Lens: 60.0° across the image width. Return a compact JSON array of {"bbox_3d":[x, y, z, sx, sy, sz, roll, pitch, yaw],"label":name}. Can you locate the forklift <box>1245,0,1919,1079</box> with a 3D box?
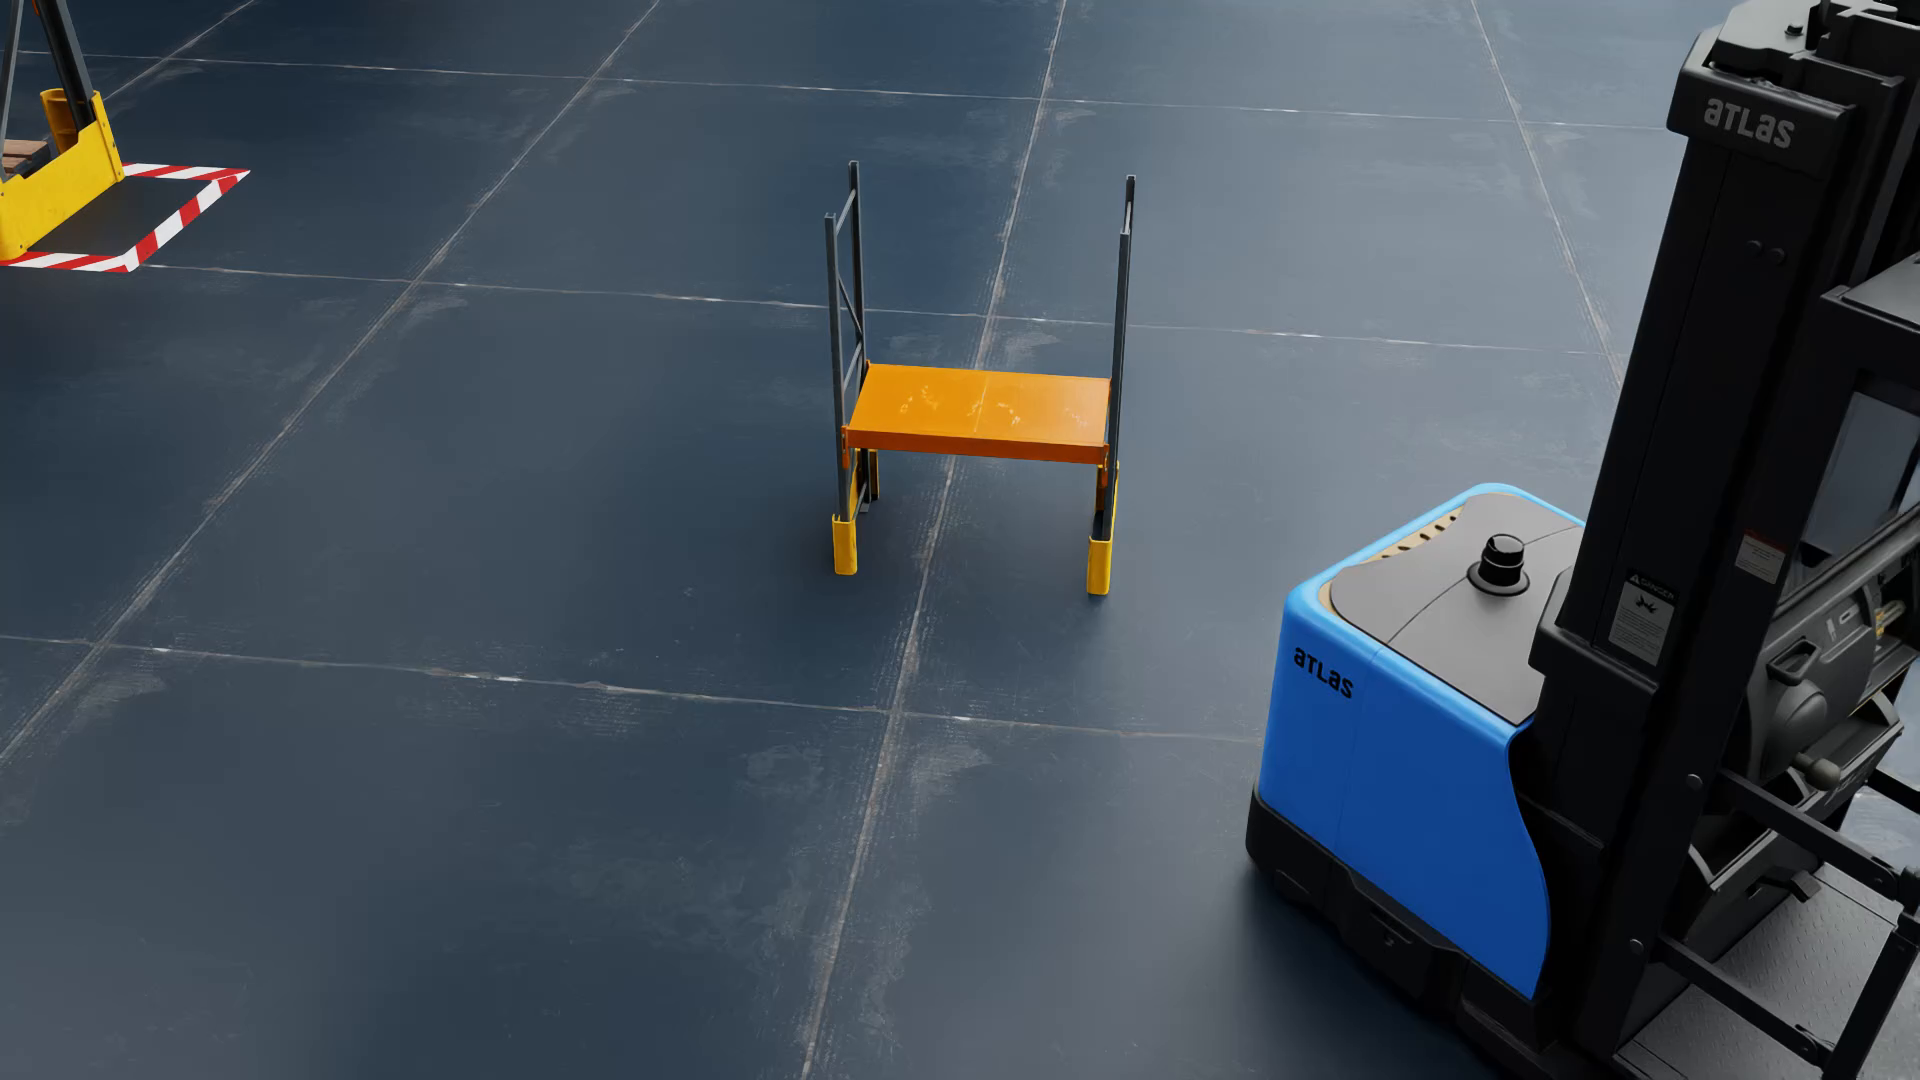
[{"bbox_3d":[2.221,0.320,3.779,1.130,2.935,3.031,-25,43,-31],"label":"forklift"}]

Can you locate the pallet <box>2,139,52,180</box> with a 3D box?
[{"bbox_3d":[-5.925,-1.975,9.336,1.213,0.211,1.003,4,36,6],"label":"pallet"}]

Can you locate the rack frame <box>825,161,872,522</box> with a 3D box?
[{"bbox_3d":[-0.420,-0.642,6.358,0.032,1.500,0.500,4,36,6],"label":"rack frame"}]

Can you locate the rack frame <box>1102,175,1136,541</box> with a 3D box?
[{"bbox_3d":[0.589,-0.567,6.253,0.032,1.500,0.500,4,36,6],"label":"rack frame"}]

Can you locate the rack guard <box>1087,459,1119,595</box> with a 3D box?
[{"bbox_3d":[0.570,-0.059,6.618,0.087,0.250,0.587,4,36,6],"label":"rack guard"}]

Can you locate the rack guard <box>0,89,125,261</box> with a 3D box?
[{"bbox_3d":[-5.120,-2.030,9.164,0.348,0.500,1.175,4,36,6],"label":"rack guard"}]

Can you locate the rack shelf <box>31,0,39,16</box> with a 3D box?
[{"bbox_3d":[-7.023,-2.924,8.884,4.000,0.370,1.077,4,36,6],"label":"rack shelf"}]

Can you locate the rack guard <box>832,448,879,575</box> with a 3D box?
[{"bbox_3d":[-0.418,-0.133,6.721,0.087,0.250,0.587,4,36,6],"label":"rack guard"}]

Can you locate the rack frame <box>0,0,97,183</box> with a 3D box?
[{"bbox_3d":[-5.039,-3.069,8.468,0.127,3.000,1.000,4,36,6],"label":"rack frame"}]

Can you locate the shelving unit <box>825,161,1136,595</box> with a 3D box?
[{"bbox_3d":[0.076,-0.605,6.306,1.083,1.500,0.587,4,36,6],"label":"shelving unit"}]

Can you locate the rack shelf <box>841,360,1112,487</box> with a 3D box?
[{"bbox_3d":[0.085,-0.458,6.410,1.000,0.185,0.538,4,36,6],"label":"rack shelf"}]
